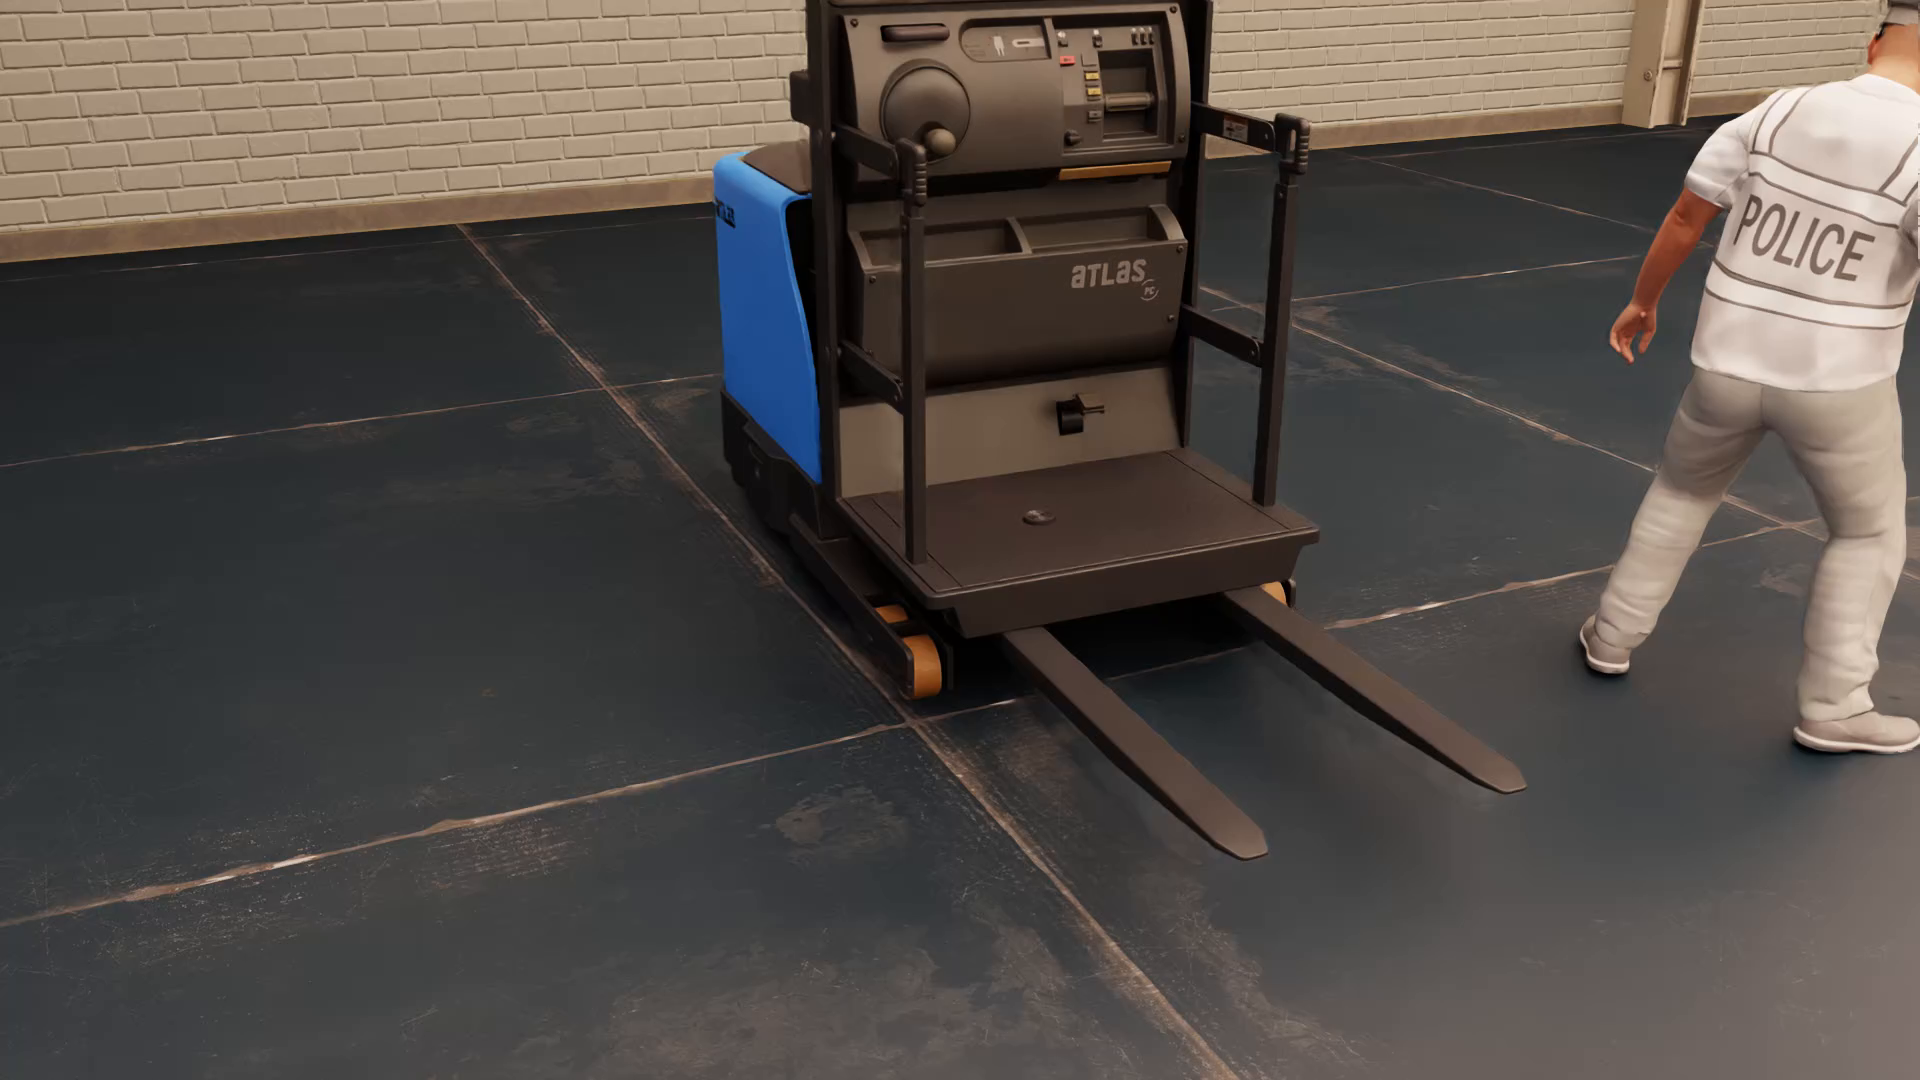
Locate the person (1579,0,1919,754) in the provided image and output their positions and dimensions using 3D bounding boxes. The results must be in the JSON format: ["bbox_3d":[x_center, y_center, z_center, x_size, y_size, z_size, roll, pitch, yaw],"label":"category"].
[{"bbox_3d":[1.961,-0.388,3.843,0.440,1.710,0.925,-18,28,-36],"label":"person"}]

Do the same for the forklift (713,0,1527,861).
[{"bbox_3d":[0.244,-1.138,4.027,1.130,2.935,3.031,-9,24,-21],"label":"forklift"}]
